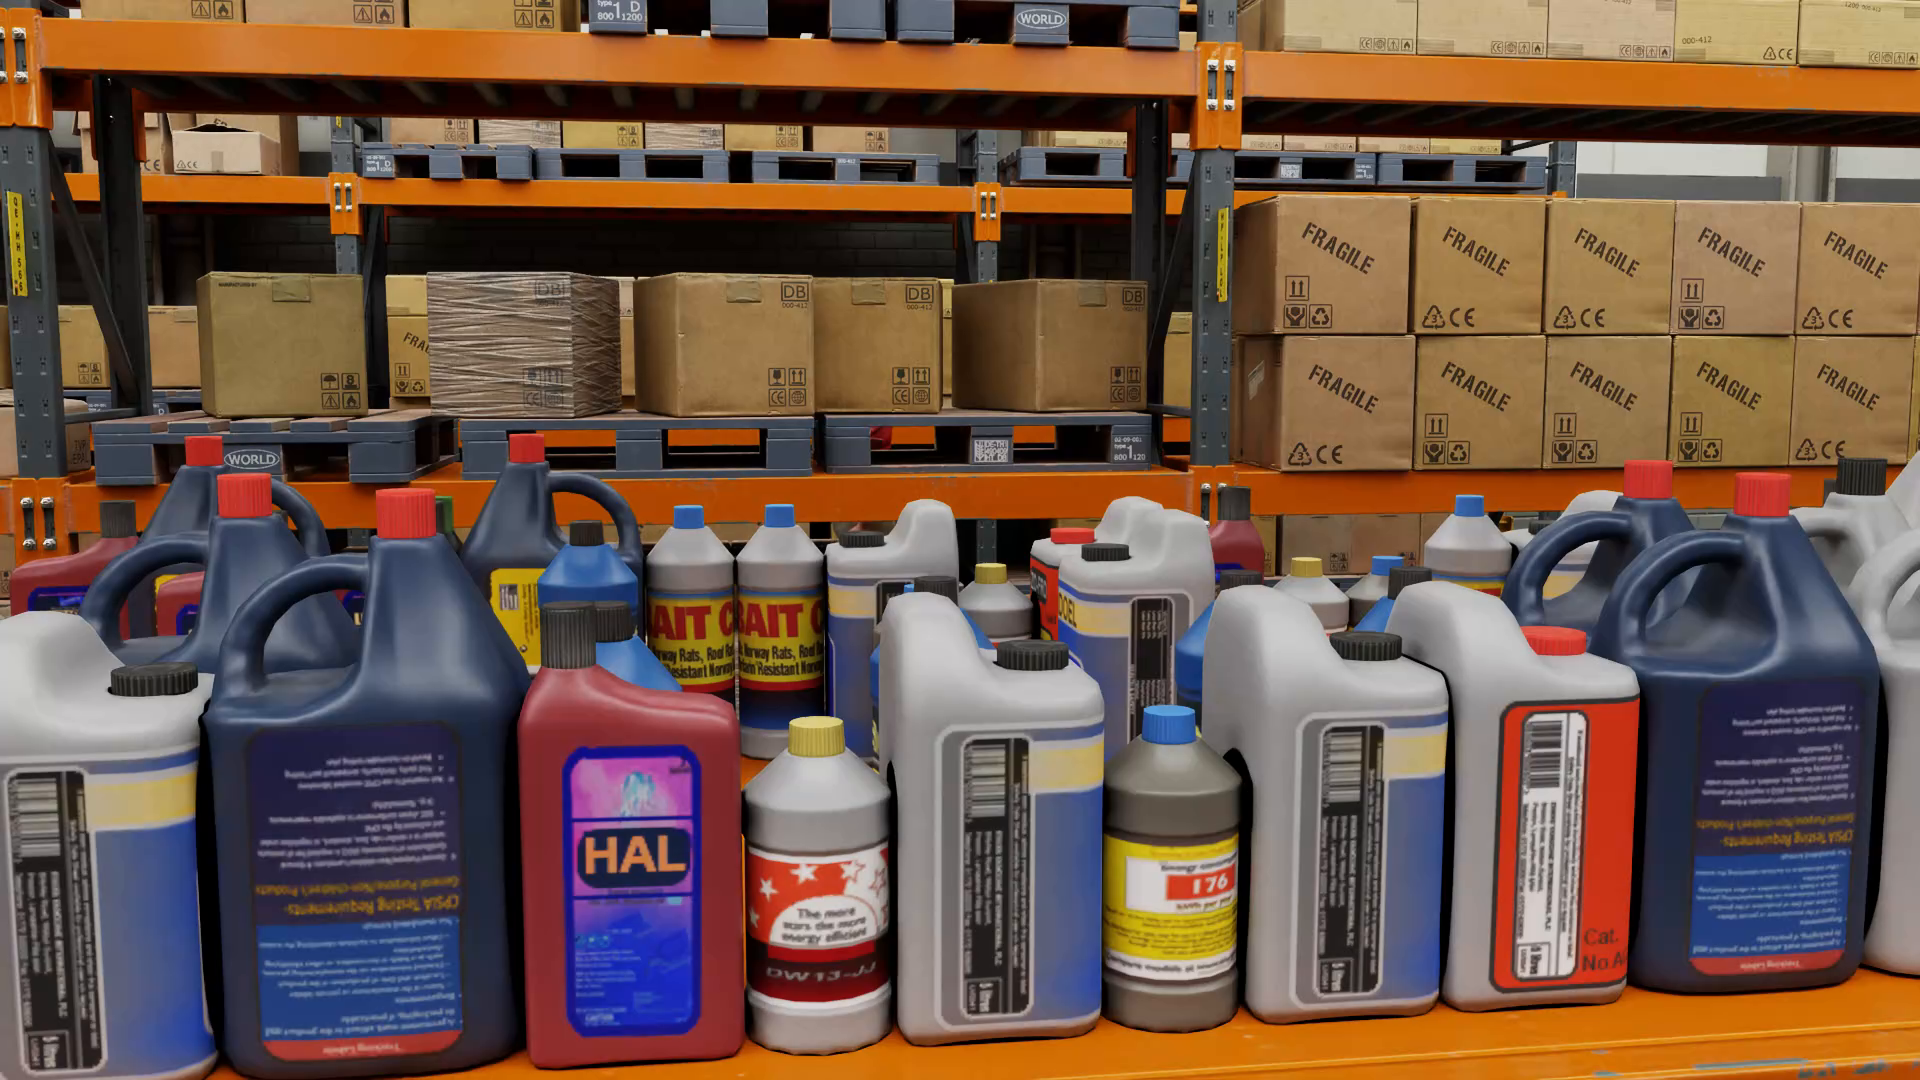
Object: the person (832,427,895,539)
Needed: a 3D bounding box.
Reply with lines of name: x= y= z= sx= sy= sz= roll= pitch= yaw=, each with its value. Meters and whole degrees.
person: x=-0.519 y=-0.081 z=8.538 sx=0.361 sy=1.723 sz=0.526 roll=-1 pitch=6 yaw=-7
